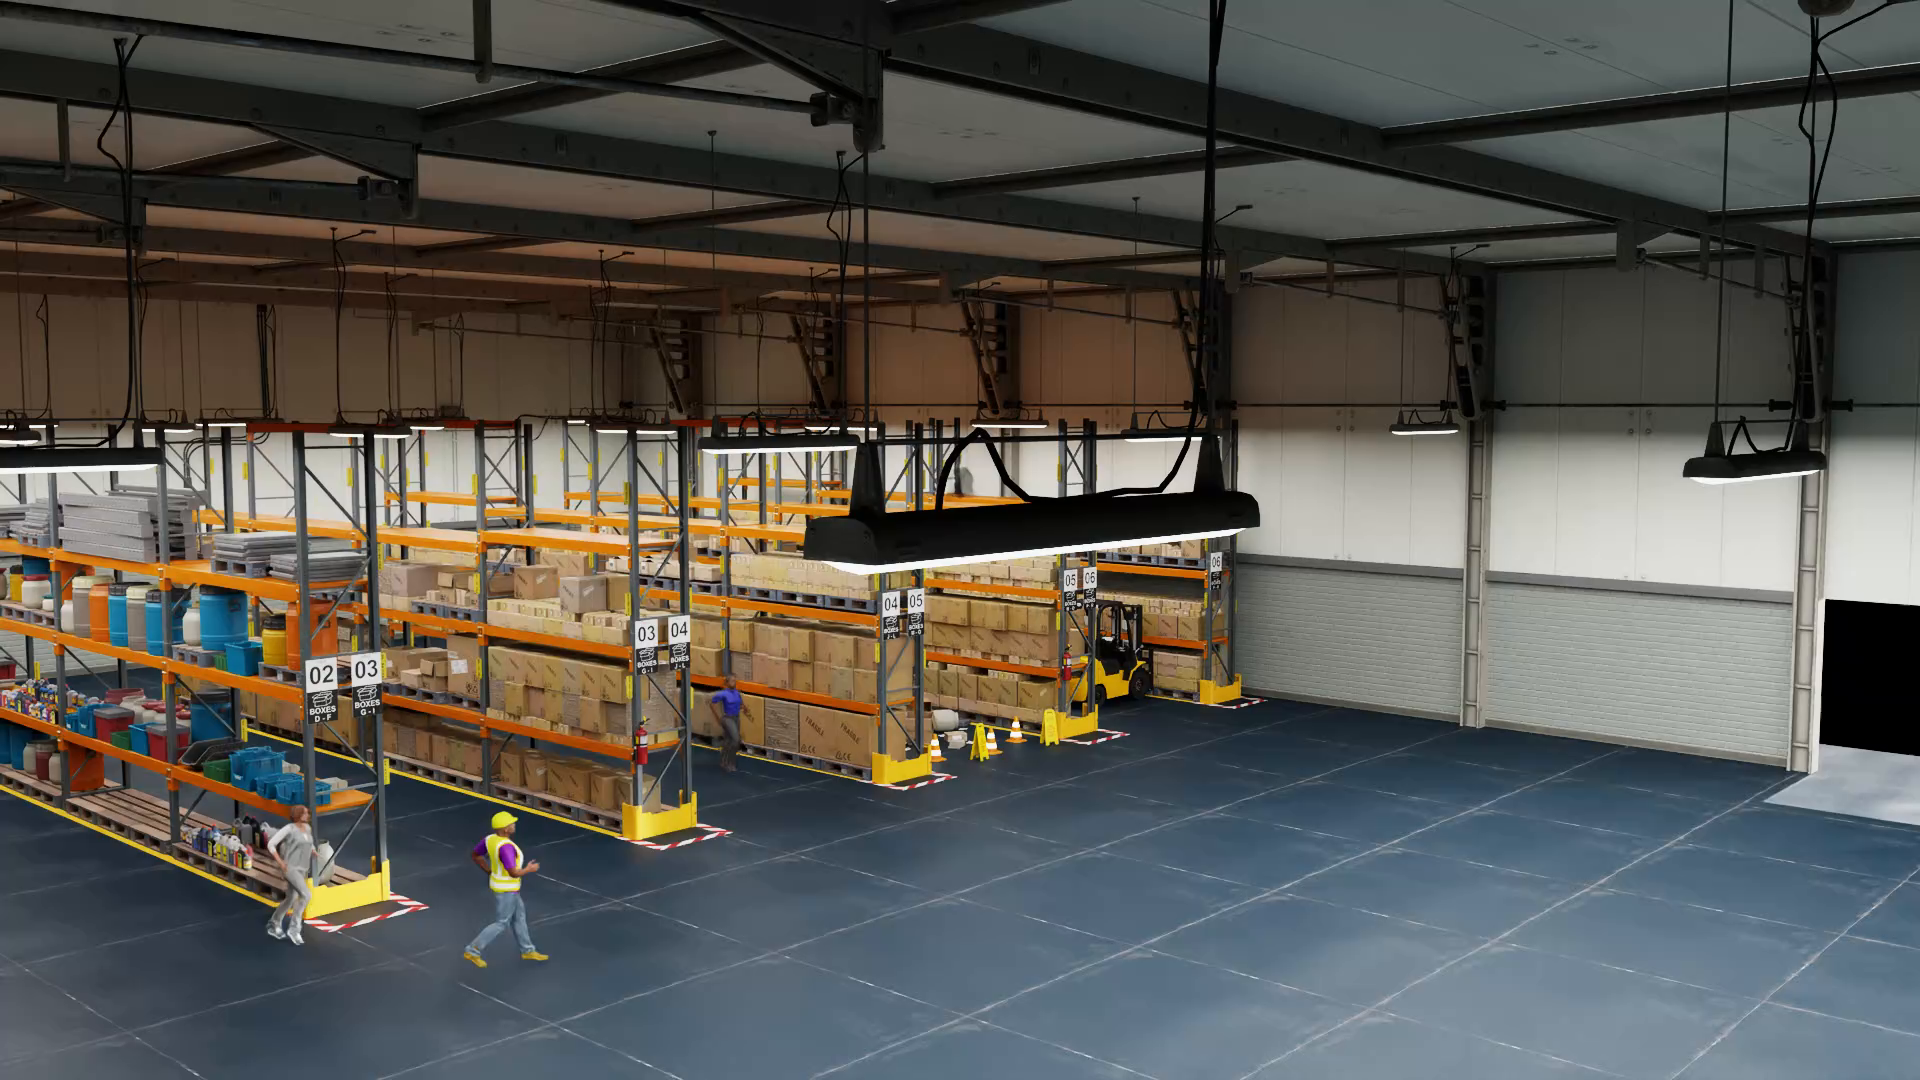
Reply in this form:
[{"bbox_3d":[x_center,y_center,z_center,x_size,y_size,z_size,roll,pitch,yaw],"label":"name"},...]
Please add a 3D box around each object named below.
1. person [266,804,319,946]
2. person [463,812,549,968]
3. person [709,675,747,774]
[{"bbox_3d":[-7.879,3.944,19.691,0.640,1.611,0.553,1,5,9],"label":"person"},{"bbox_3d":[-5.071,3.907,18.543,0.977,1.776,0.692,-3,5,-29],"label":"person"},{"bbox_3d":[-3.942,3.181,28.634,0.725,1.688,0.543,3,5,31],"label":"person"}]
